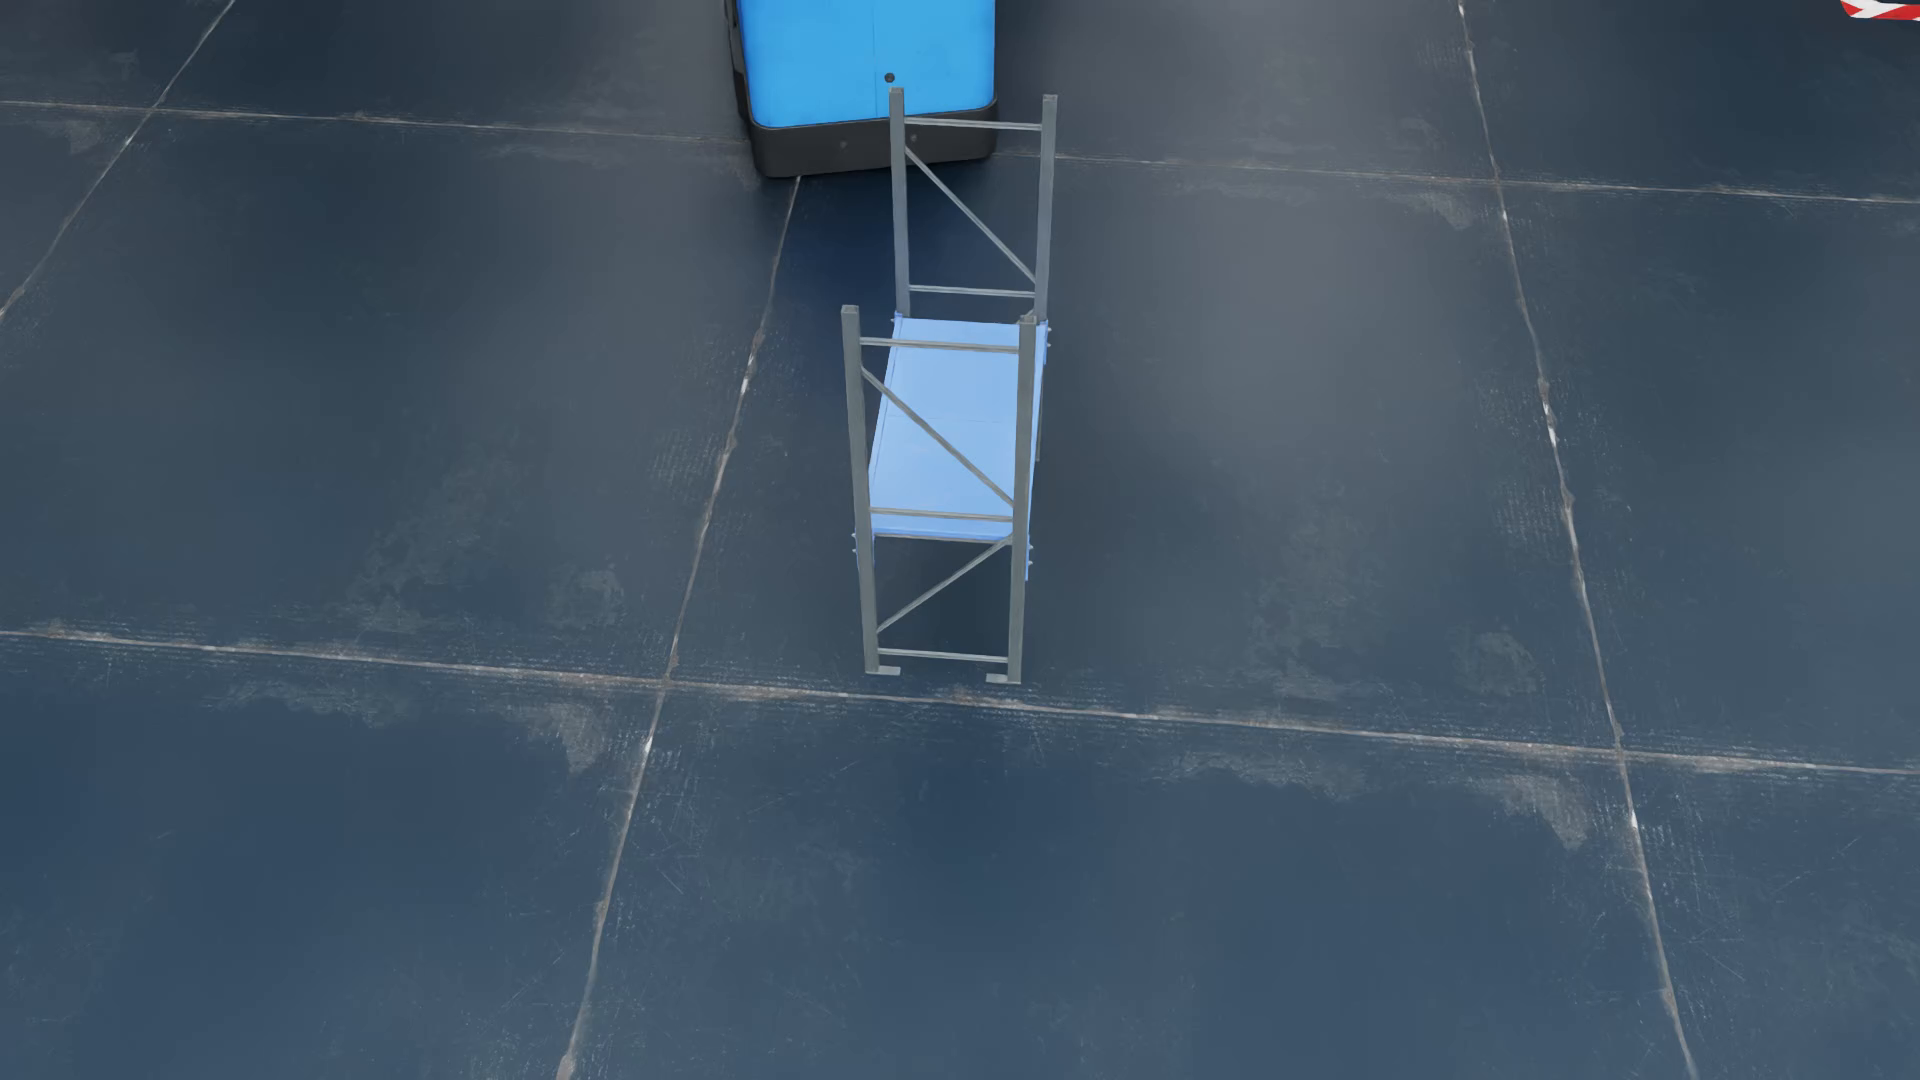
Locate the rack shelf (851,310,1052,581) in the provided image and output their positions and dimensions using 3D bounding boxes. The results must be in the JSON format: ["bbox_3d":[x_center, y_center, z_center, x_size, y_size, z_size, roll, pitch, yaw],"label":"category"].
[{"bbox_3d":[-0.008,-0.322,5.272,0.538,0.185,1.000,4,48,4],"label":"rack shelf"}]

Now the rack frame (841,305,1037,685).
[{"bbox_3d":[-0.054,-0.070,4.798,0.500,1.500,0.032,4,48,4],"label":"rack frame"}]

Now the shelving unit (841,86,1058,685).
[{"bbox_3d":[-0.008,-0.443,5.139,0.538,1.500,1.048,4,48,4],"label":"shelving unit"}]

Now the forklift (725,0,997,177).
[{"bbox_3d":[-0.590,-3.633,7.086,1.130,2.935,3.031,-7,48,-6],"label":"forklift"}]

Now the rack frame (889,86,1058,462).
[{"bbox_3d":[0.039,-0.817,5.481,0.500,1.500,0.032,4,48,4],"label":"rack frame"}]
